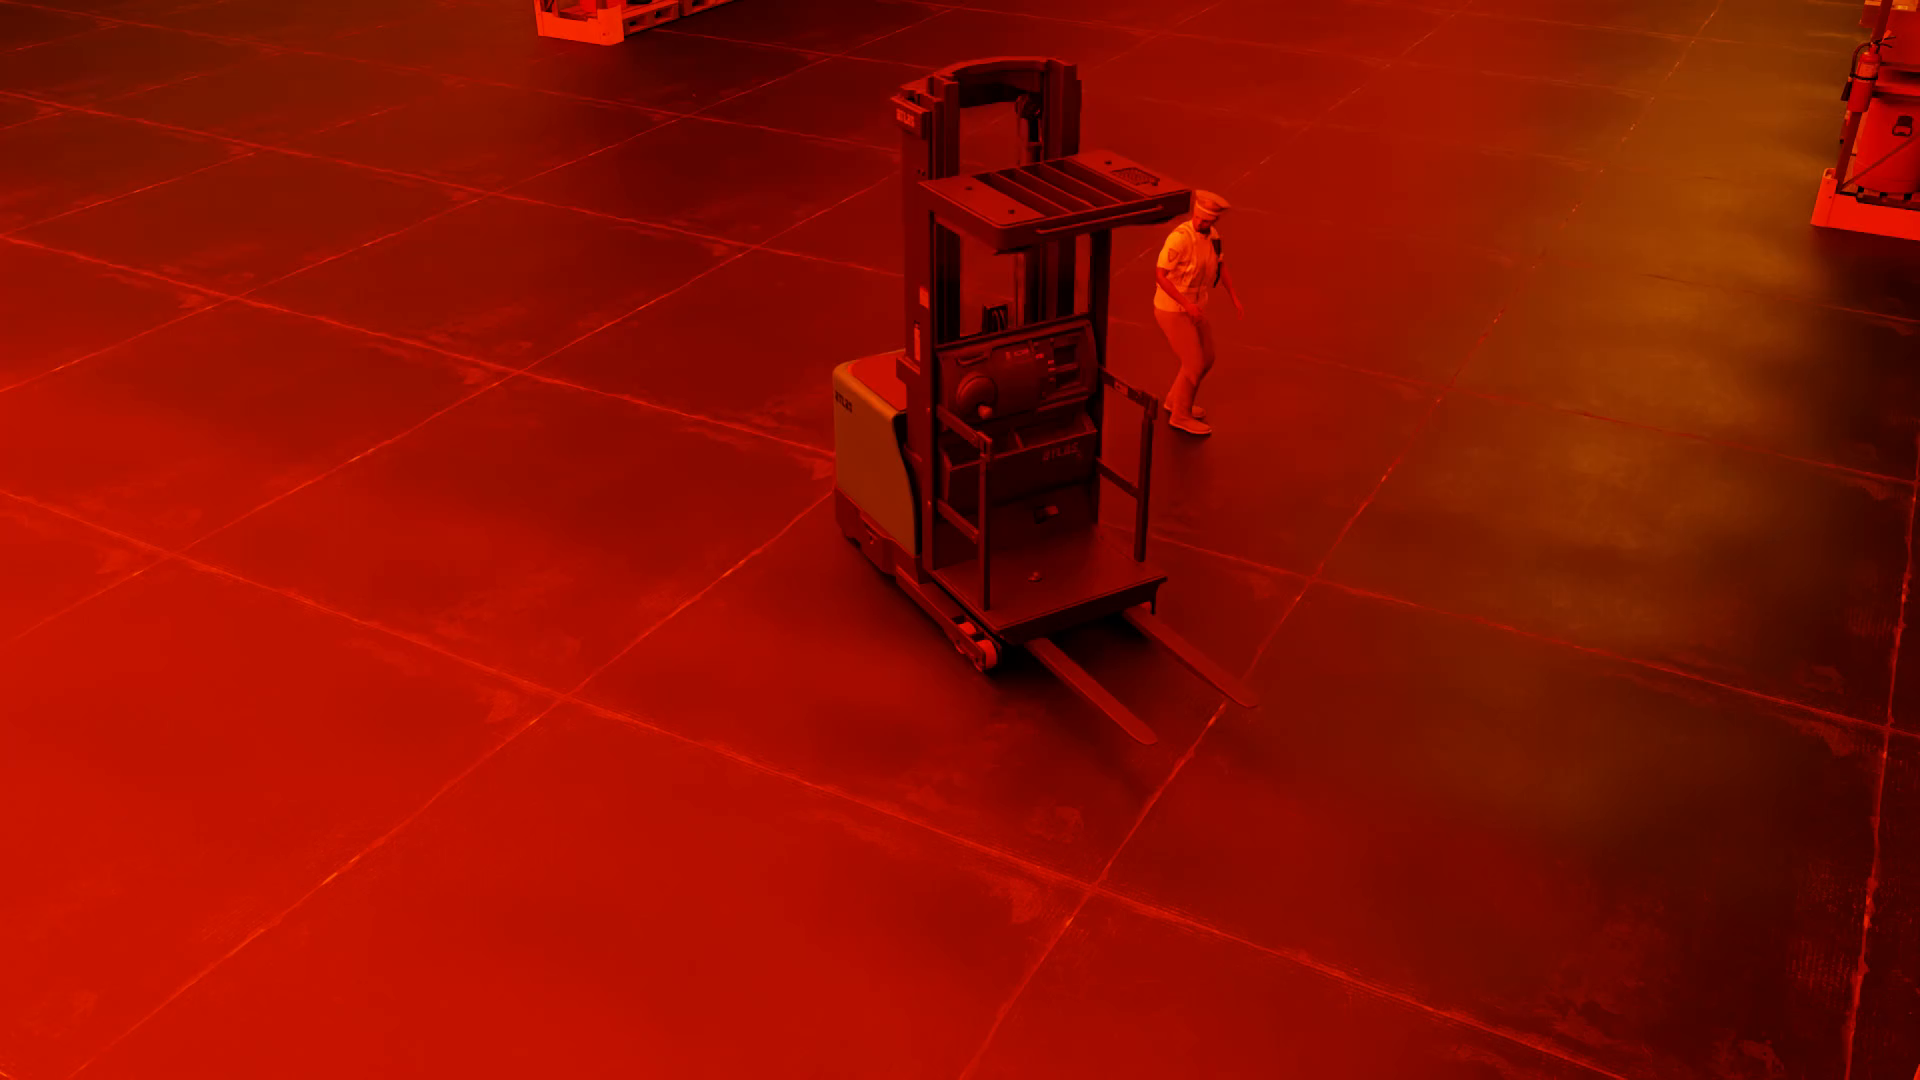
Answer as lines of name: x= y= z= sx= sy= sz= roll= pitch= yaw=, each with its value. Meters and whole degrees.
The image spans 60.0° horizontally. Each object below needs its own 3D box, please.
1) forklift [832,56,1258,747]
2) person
forklift: x=0.419 y=-0.839 z=8.525 sx=1.130 sy=2.935 sz=3.031 roll=-16 pitch=34 yaw=-26
person: x=1.566 y=-1.528 z=11.047 sx=0.492 sy=1.629 sz=0.669 roll=22 pitch=36 yaw=33
